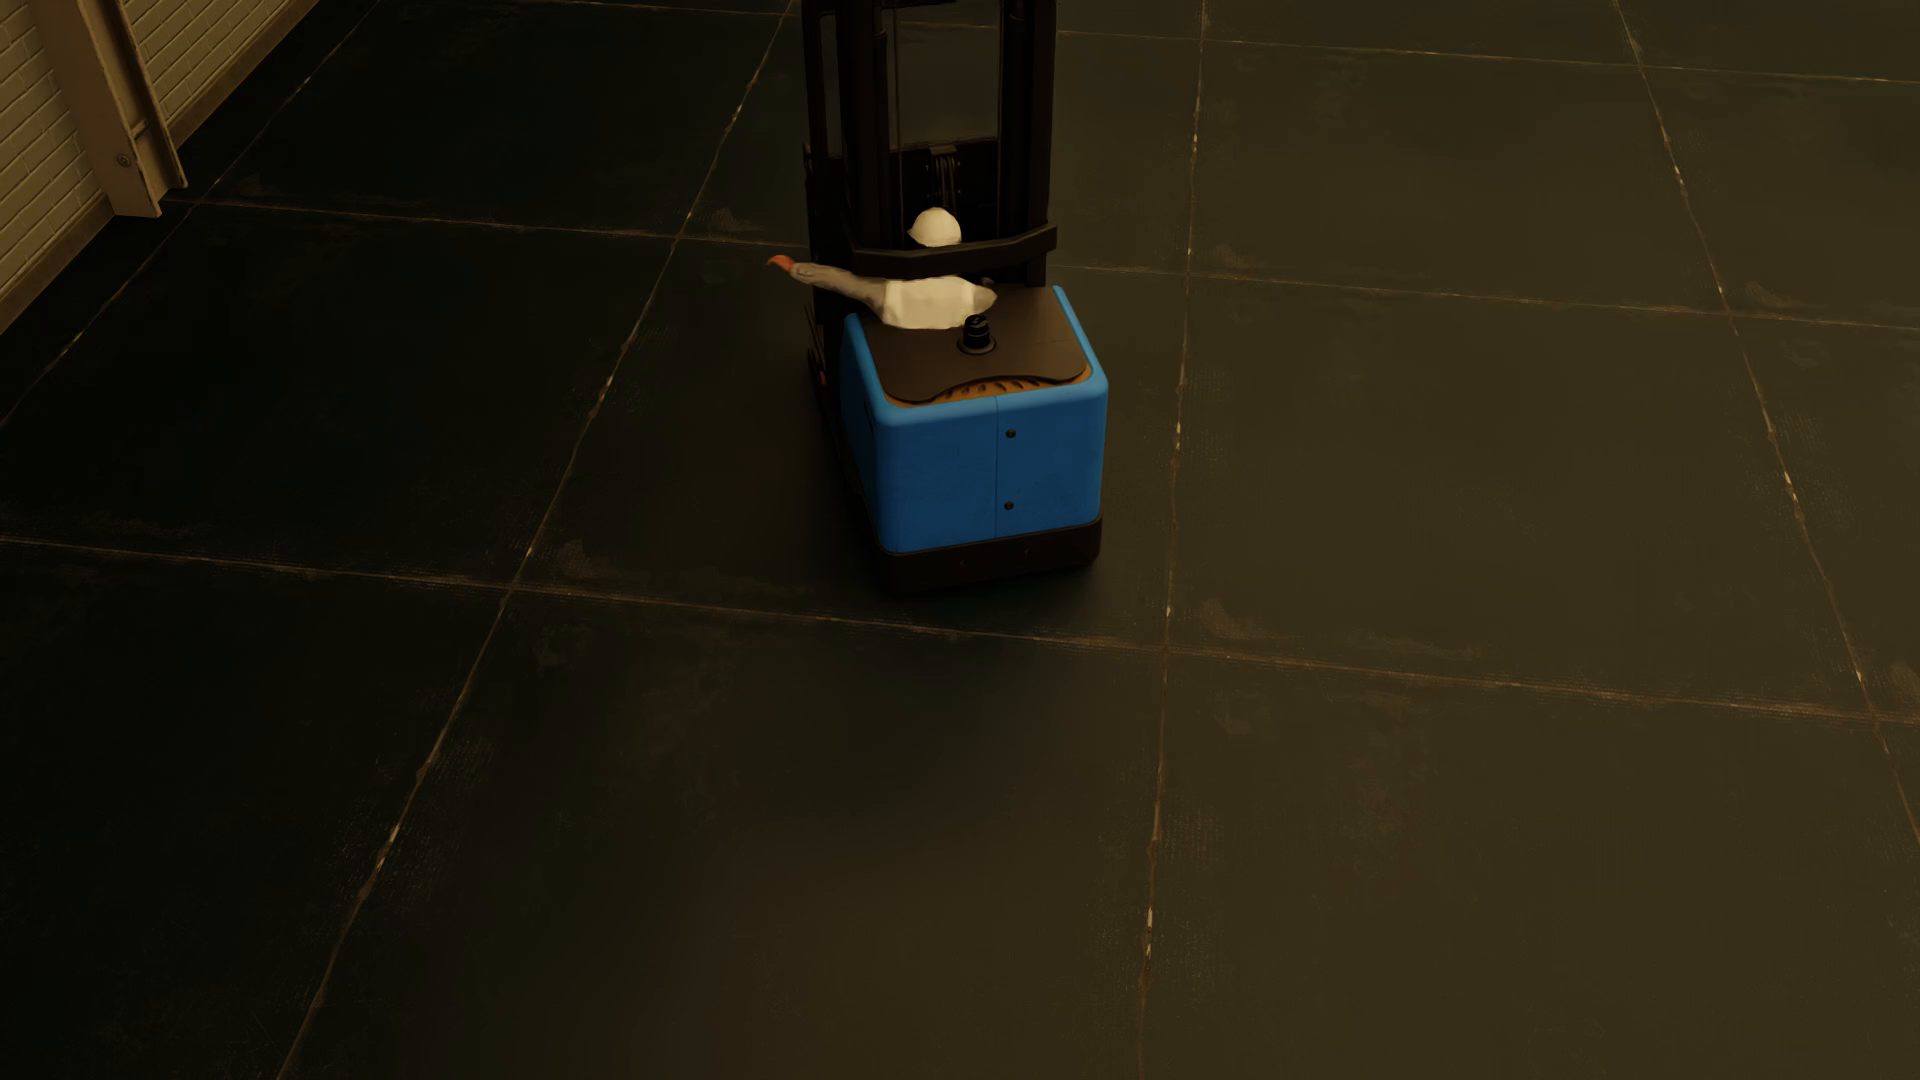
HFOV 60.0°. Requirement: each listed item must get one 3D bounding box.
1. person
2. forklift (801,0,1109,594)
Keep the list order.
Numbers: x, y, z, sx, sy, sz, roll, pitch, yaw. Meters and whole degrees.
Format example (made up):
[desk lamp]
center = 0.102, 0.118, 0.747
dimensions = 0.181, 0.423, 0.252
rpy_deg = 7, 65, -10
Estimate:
[person]
center = -0.141, -0.862, 7.718
dimensions = 1.513, 1.488, 0.799
rpy_deg = 3, 43, 3
[forklift]
center = -0.185, -1.846, 7.734
dimensions = 1.130, 2.935, 3.031
rpy_deg = -9, 43, -10
